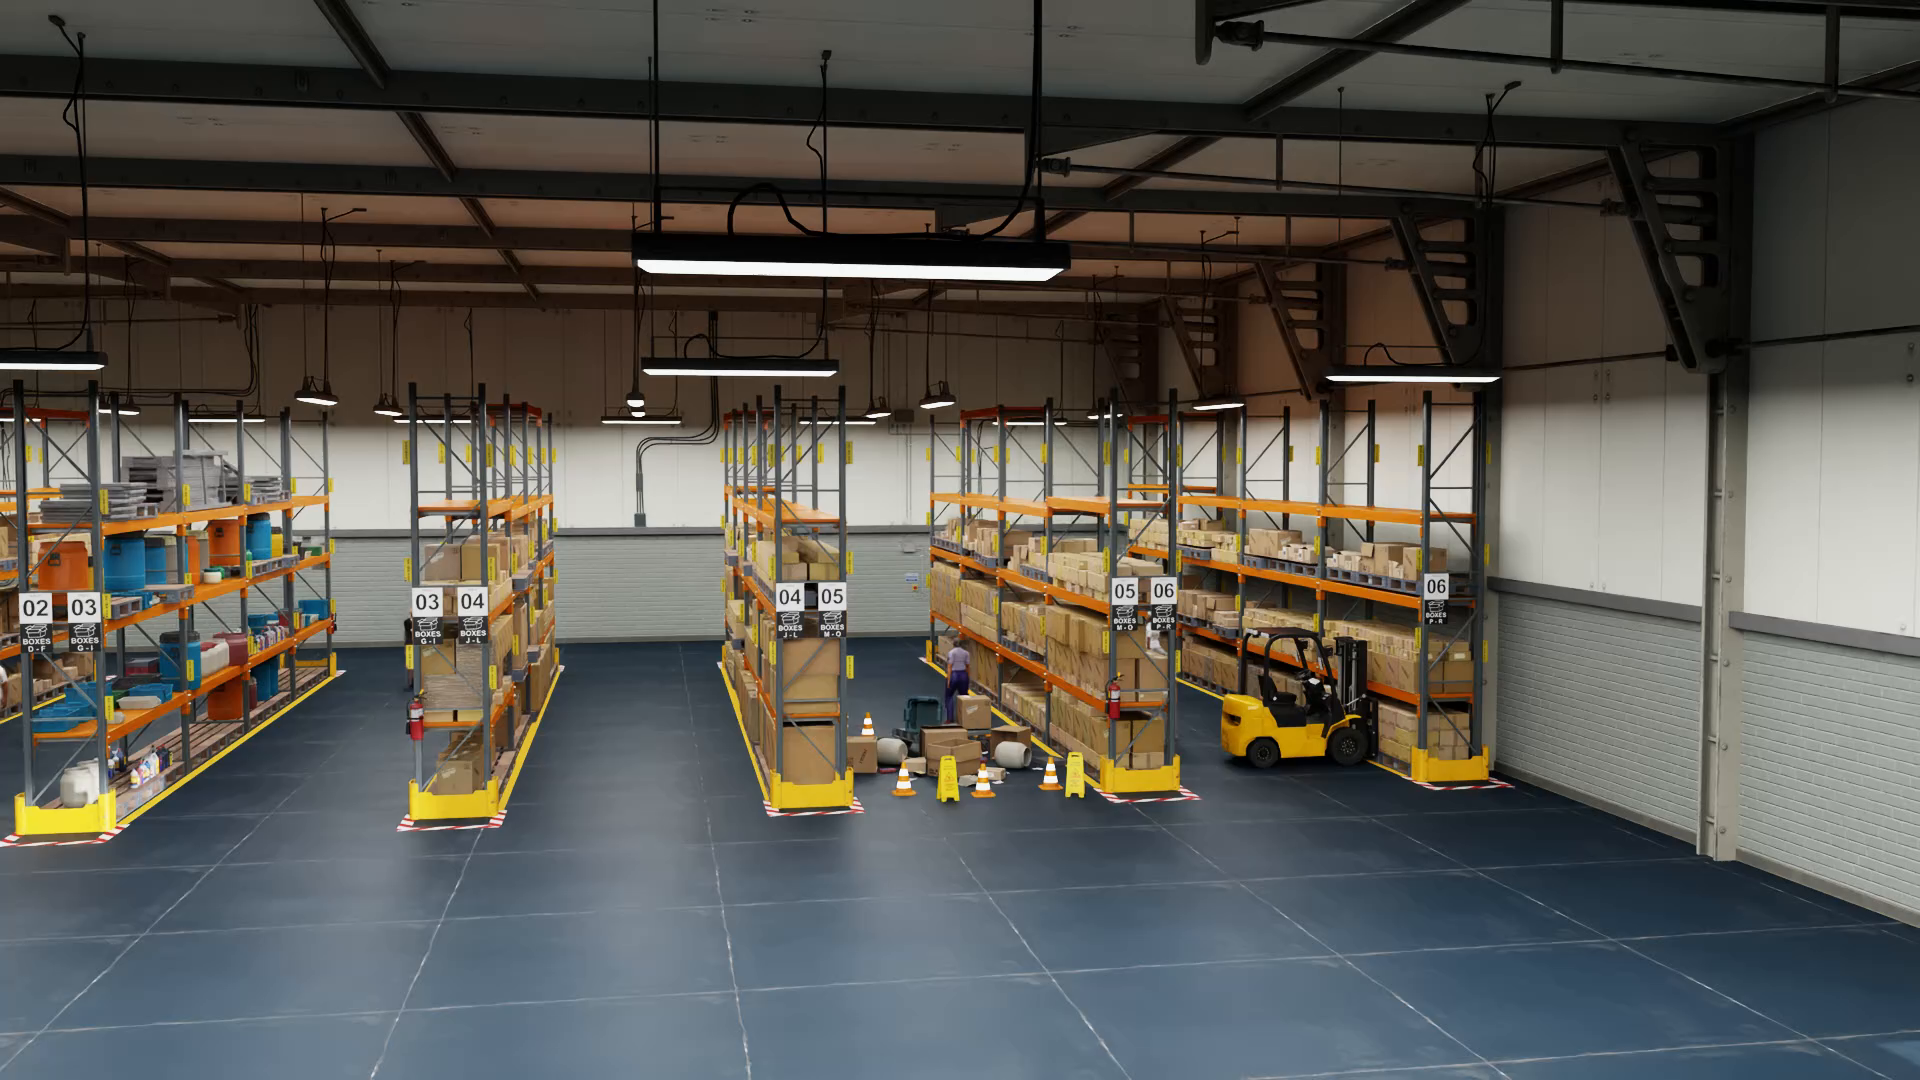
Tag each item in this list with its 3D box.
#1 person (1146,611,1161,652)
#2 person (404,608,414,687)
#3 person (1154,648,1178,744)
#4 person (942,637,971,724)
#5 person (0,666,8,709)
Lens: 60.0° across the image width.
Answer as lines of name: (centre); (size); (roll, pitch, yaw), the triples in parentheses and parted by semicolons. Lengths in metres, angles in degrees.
person: (4.118, 2.386, 35.495); (0.464, 1.731, 0.561); (-2, 3, -31)
person: (-11.825, 2.309, 36.037); (0.558, 1.706, 0.496); (1, 3, 10)
person: (3.522, 2.705, 28.904); (0.540, 1.653, 0.480); (0, 3, -2)
person: (-0.030, 2.642, 30.920); (0.513, 1.687, 0.626); (-1, 3, -23)
person: (-16.476, 2.703, 28.148); (0.562, 1.708, 0.974); (-1, 3, -20)
